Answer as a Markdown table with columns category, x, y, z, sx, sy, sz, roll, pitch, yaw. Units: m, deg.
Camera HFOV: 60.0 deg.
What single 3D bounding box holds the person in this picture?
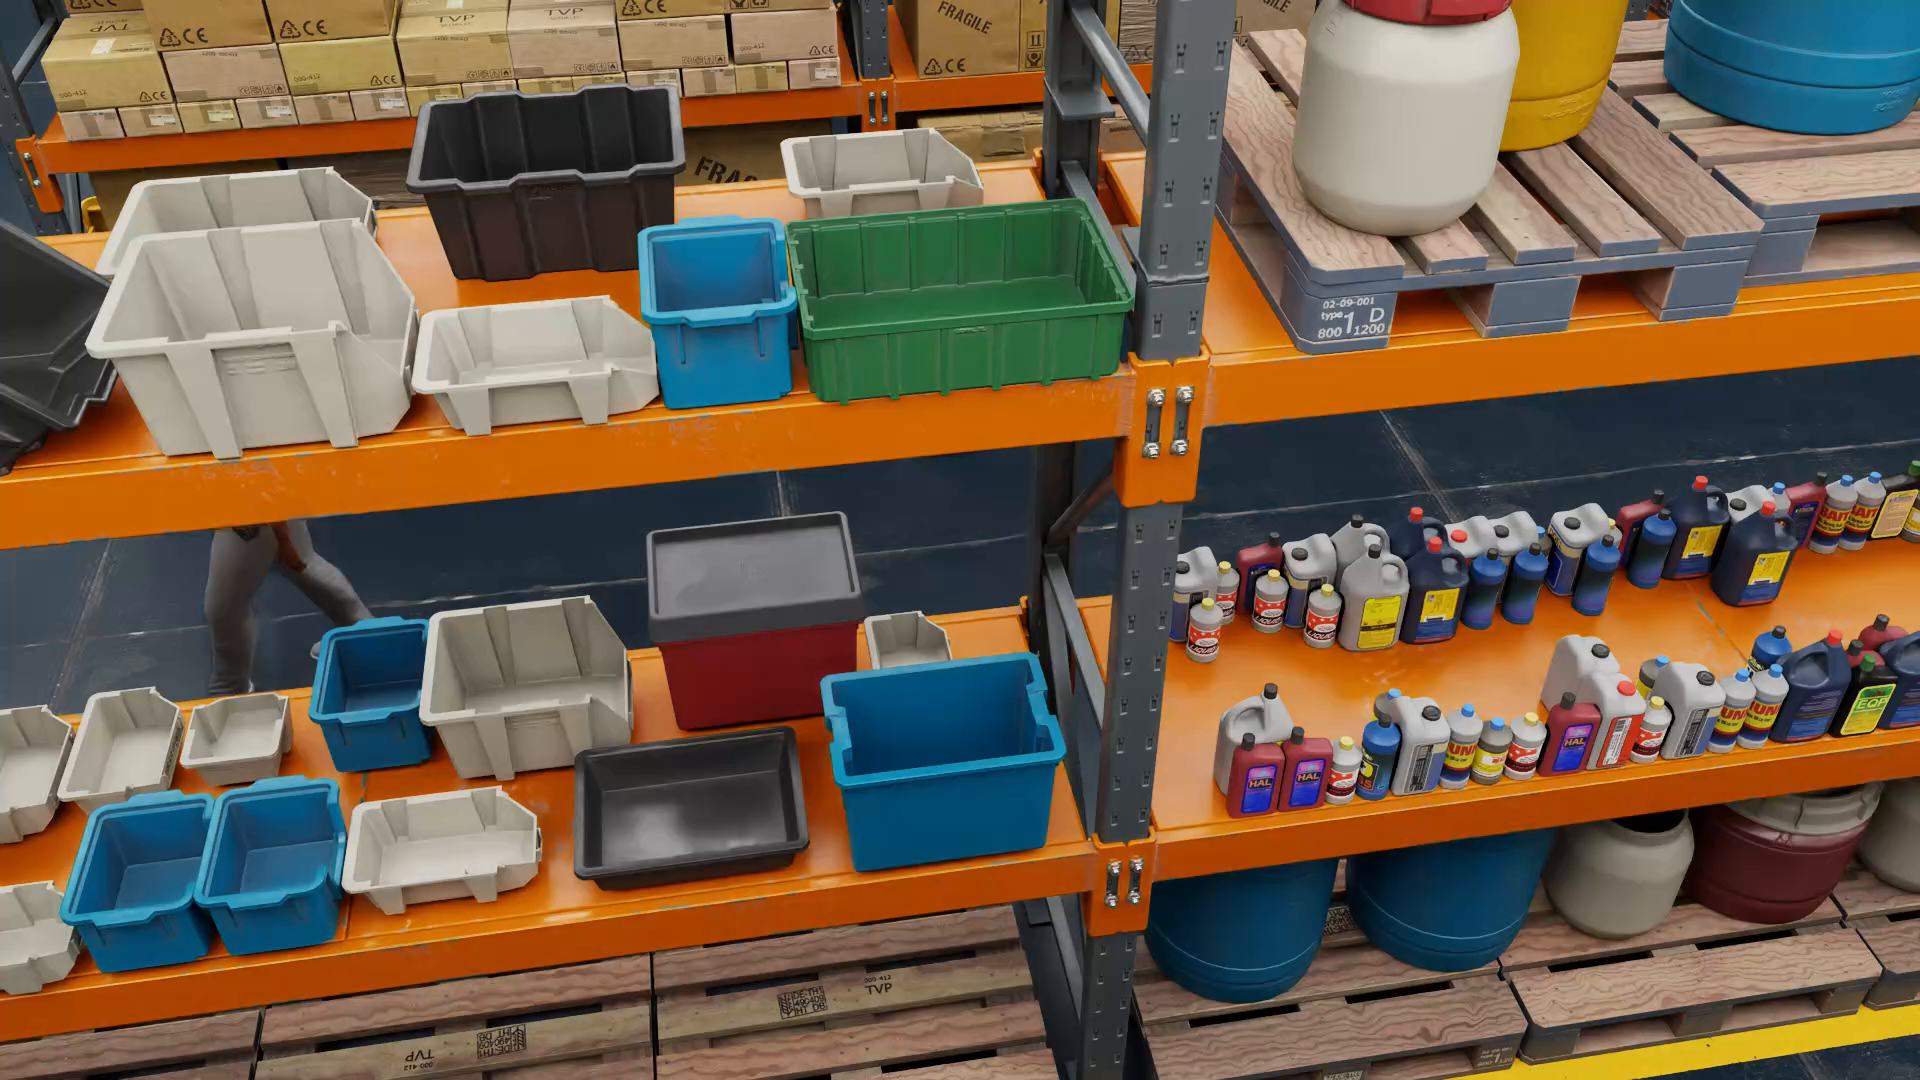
| category | x | y | z | sx | sy | sz | roll | pitch | yaw |
| --- | --- | --- | --- | --- | --- | --- | --- | --- | --- |
| person | -2.734 | -0.090 | 6.256 | 0.788 | 1.706 | 0.484 | -13 | 41 | -16 |
